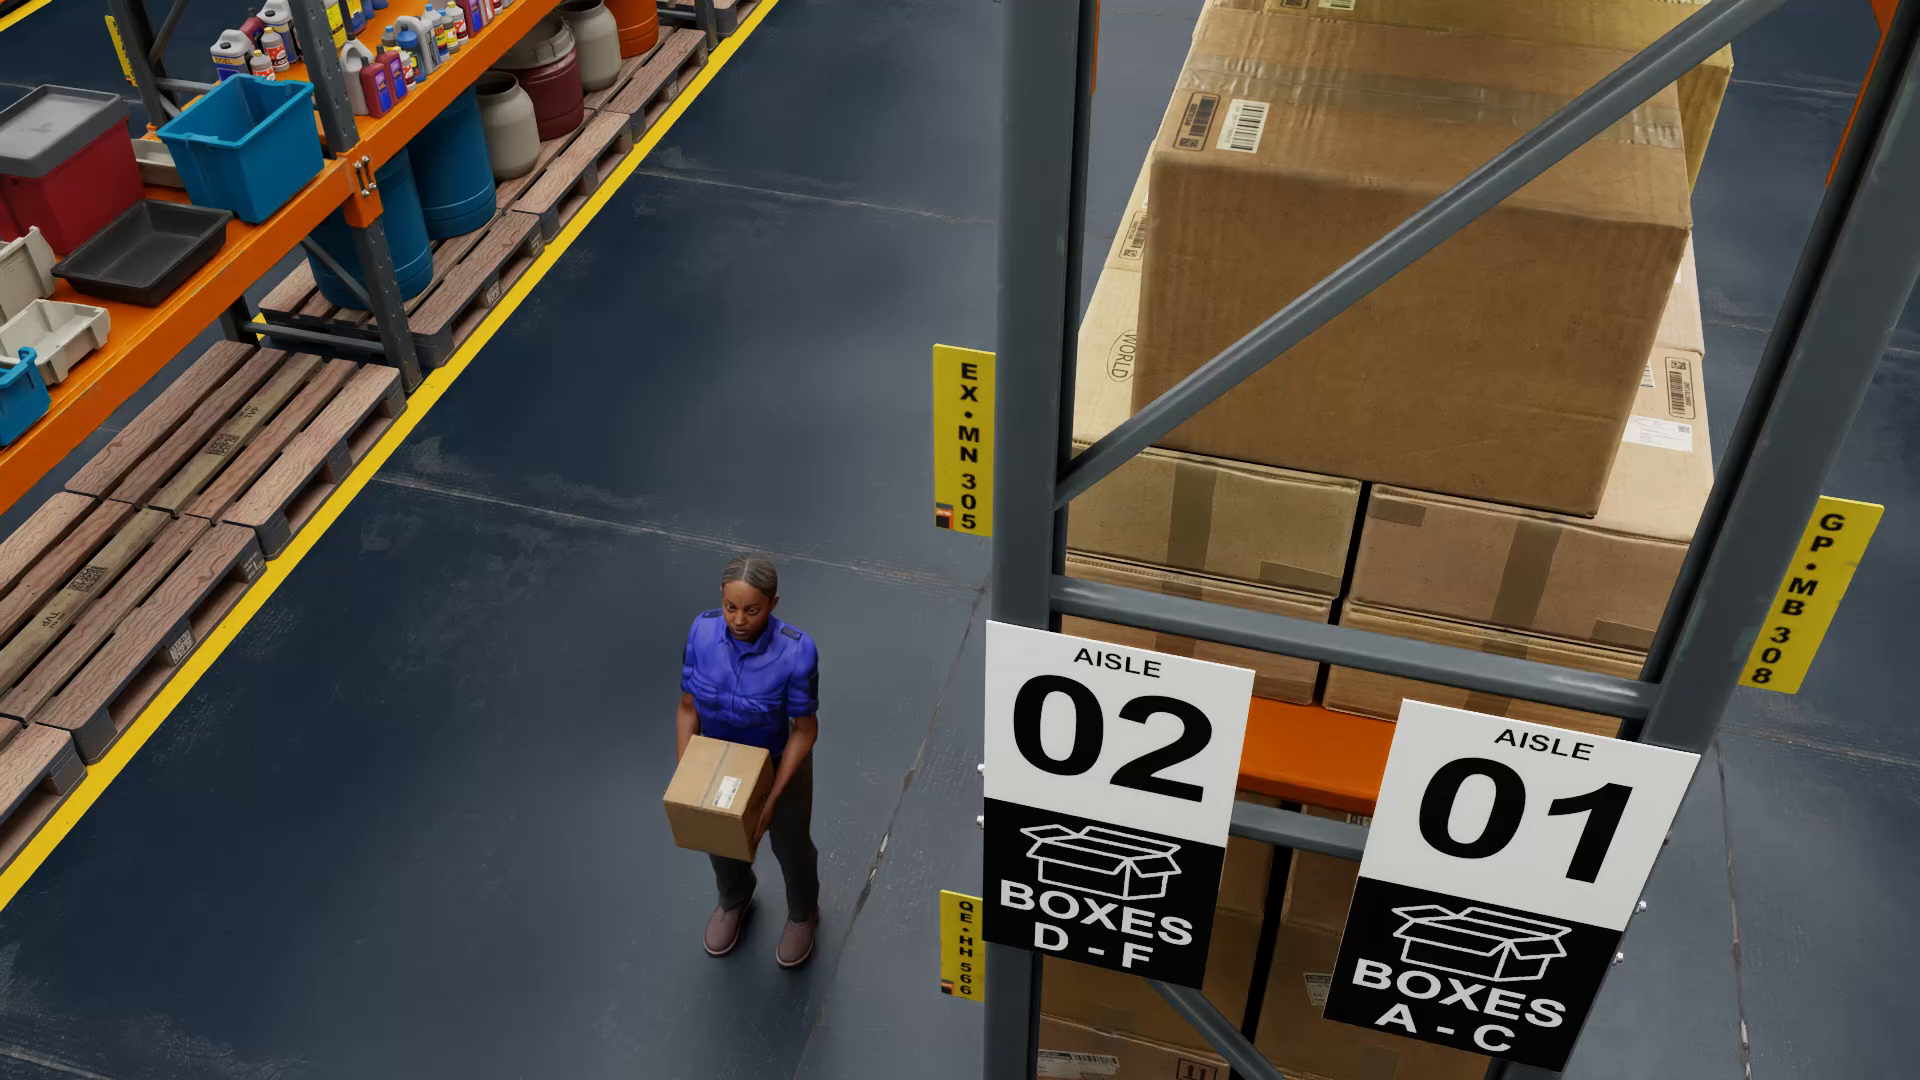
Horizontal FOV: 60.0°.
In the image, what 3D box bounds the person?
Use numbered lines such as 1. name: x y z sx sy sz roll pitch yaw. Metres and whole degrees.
1. person: -0.670 0.771 5.284 0.456 1.655 0.507 10 42 11
